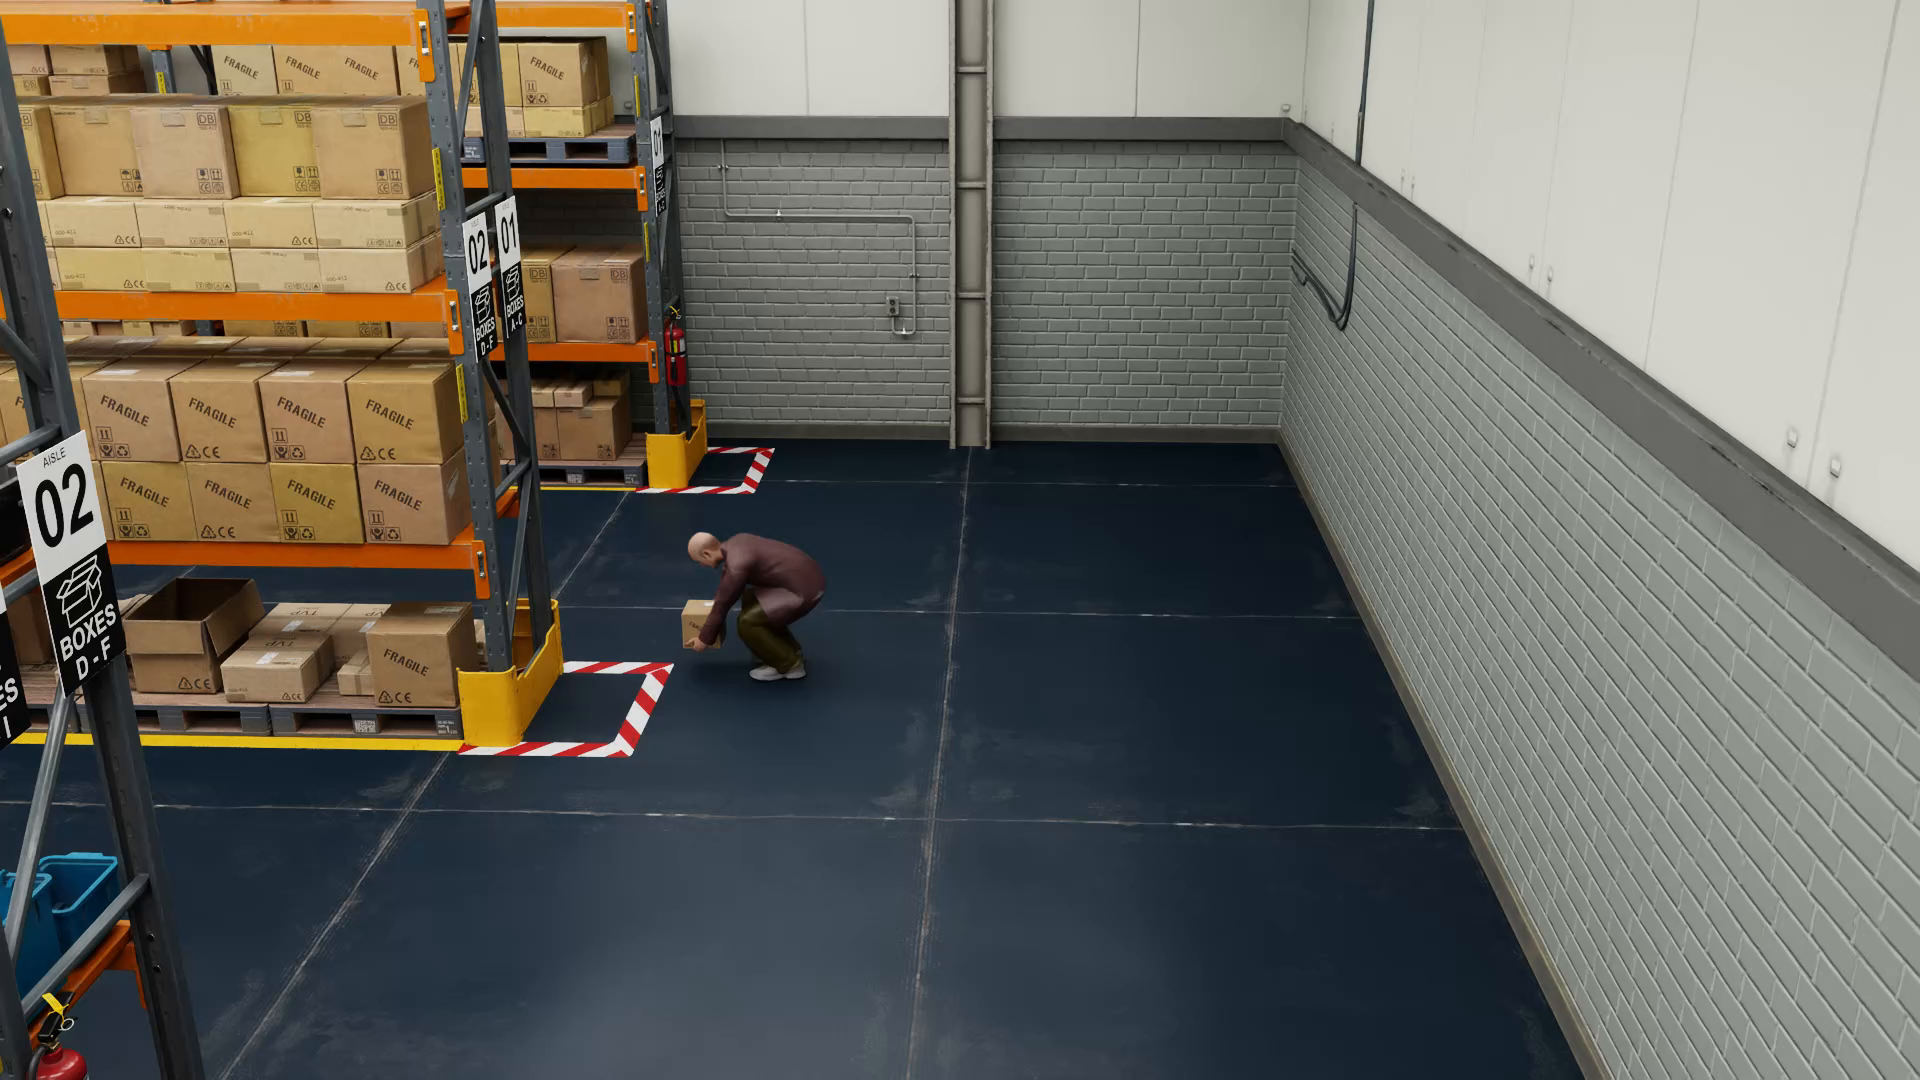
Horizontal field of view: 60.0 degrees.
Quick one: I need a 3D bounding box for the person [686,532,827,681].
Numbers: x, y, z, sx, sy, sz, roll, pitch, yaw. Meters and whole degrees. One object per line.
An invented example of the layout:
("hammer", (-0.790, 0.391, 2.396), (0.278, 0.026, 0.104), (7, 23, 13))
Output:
("person", (-1.359, 0.409, 11.116), (0.945, 1.001, 0.583), (0, 20, 0))
